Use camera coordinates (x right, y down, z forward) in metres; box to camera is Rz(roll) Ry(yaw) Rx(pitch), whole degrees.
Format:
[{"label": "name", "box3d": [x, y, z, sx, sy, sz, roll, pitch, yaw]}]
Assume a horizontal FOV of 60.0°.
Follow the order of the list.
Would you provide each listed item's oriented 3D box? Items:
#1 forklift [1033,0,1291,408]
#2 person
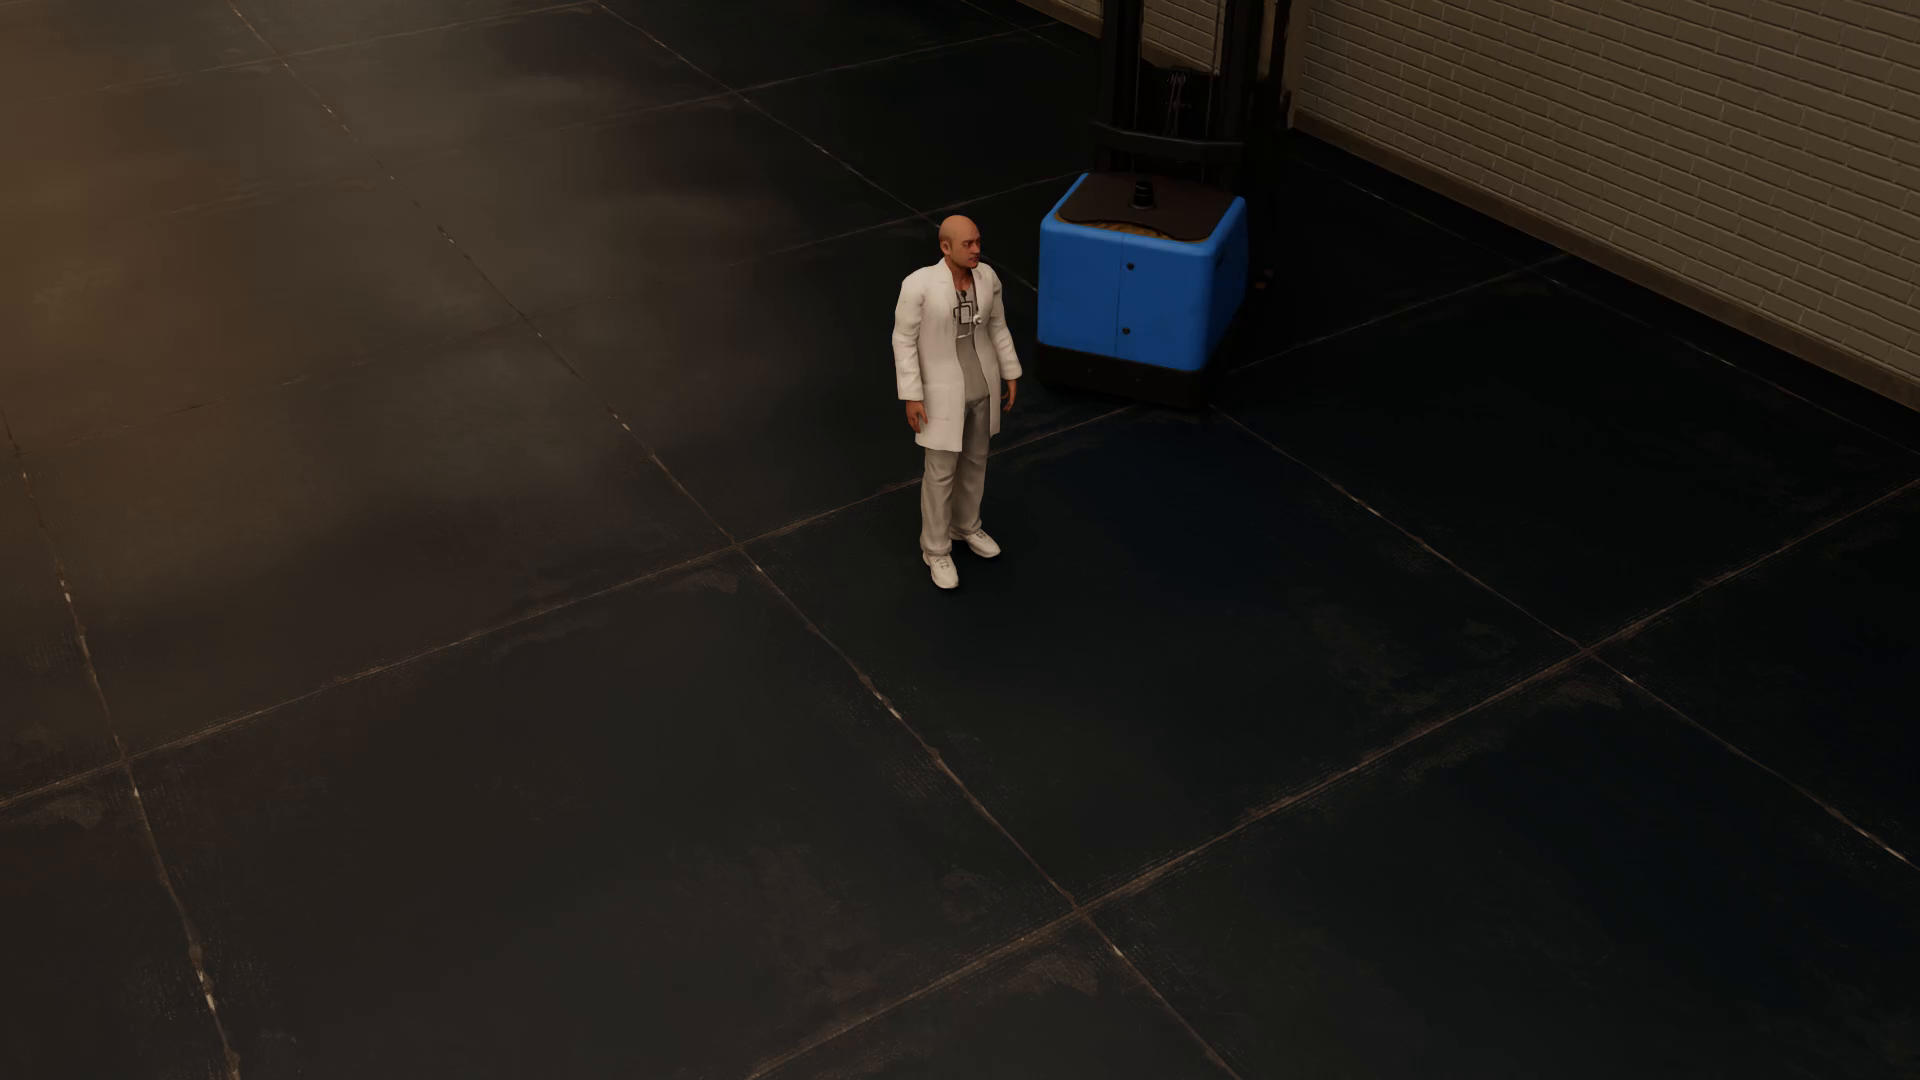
[{"label": "forklift", "box3d": [1.462, -2.805, 10.140, 1.130, 2.935, 3.031, 13, 37, 18]}, {"label": "person", "box3d": [0.045, -0.688, 8.118, 0.696, 1.776, 0.581, -21, 40, -27]}]
